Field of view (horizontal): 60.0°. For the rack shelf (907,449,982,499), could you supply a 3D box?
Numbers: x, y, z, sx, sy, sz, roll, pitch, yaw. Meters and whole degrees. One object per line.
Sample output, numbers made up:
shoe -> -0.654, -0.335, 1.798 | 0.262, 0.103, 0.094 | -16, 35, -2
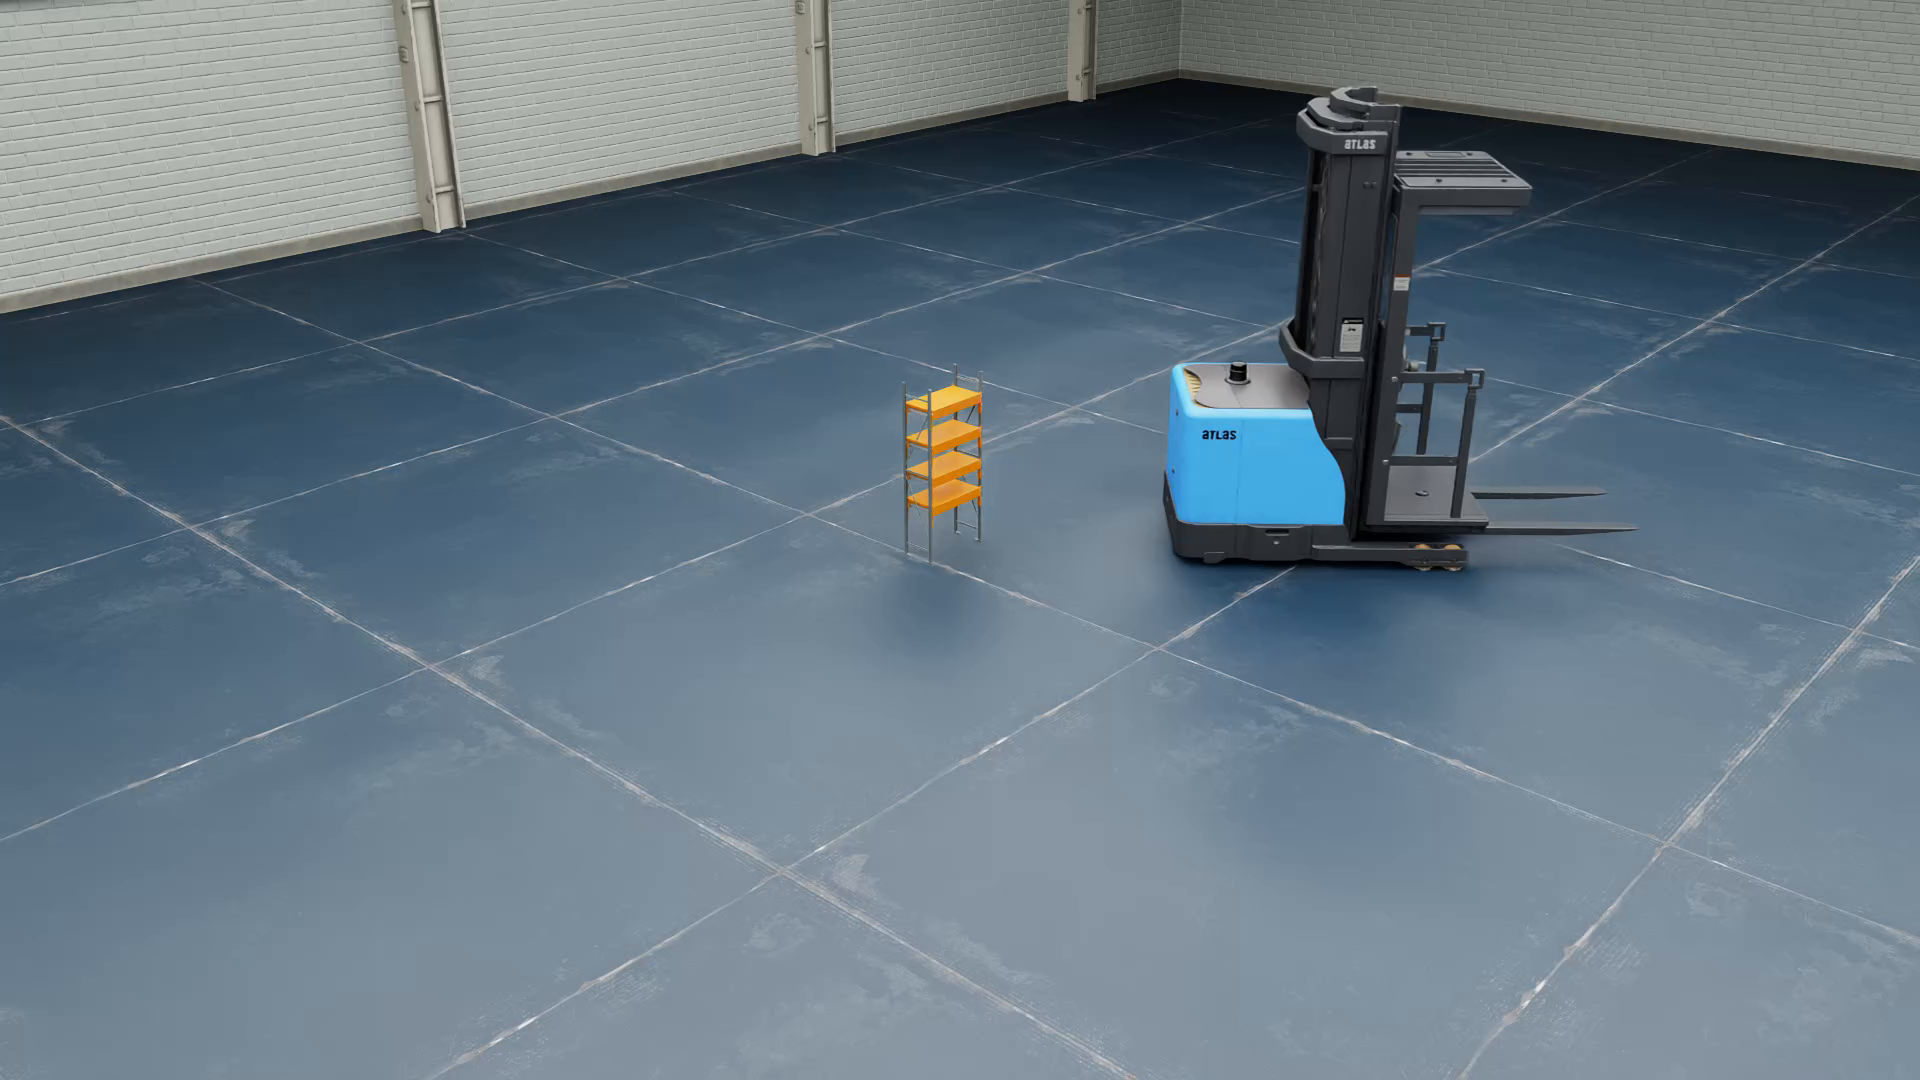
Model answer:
rack shelf -> -0.110, -0.436, 10.920 | 0.258, 0.148, 0.480 | 20, 31, 38

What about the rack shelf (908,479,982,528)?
rack shelf -> -0.110, -0.254, 11.001 | 0.258, 0.148, 0.480 | 20, 31, 38

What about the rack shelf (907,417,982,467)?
rack shelf -> -0.110, -0.640, 10.828 | 0.258, 0.148, 0.480 | 20, 31, 38

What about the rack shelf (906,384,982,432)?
rack shelf -> -0.110, -0.856, 10.731 | 0.258, 0.148, 0.480 | 20, 31, 38

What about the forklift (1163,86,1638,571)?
forklift -> 2.930, -1.358, 10.697 | 3.031, 2.935, 1.130 | 1, 24, 1

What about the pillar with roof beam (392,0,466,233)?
pillar with roof beam -> -2.797, -6.567, 14.897 | 9.100, 9.000, 0.400 | 20, 31, 38

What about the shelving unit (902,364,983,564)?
shelving unit -> -0.110, -0.497, 10.892 | 0.258, 1.200, 0.503 | 20, 31, 38

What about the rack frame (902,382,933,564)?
rack frame -> -0.273, -0.423, 10.726 | 0.240, 1.200, 0.015 | 20, 31, 38

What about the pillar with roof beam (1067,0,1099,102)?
pillar with roof beam -> 5.211, -10.223, 23.051 | 9.100, 9.000, 0.400 | 20, 31, 38

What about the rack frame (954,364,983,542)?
rack frame -> 0.052, -0.571, 11.058 | 0.240, 1.200, 0.015 | 20, 31, 38

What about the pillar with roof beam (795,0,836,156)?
pillar with roof beam -> 1.207, -8.395, 18.974 | 9.100, 9.000, 0.400 | 20, 31, 38
